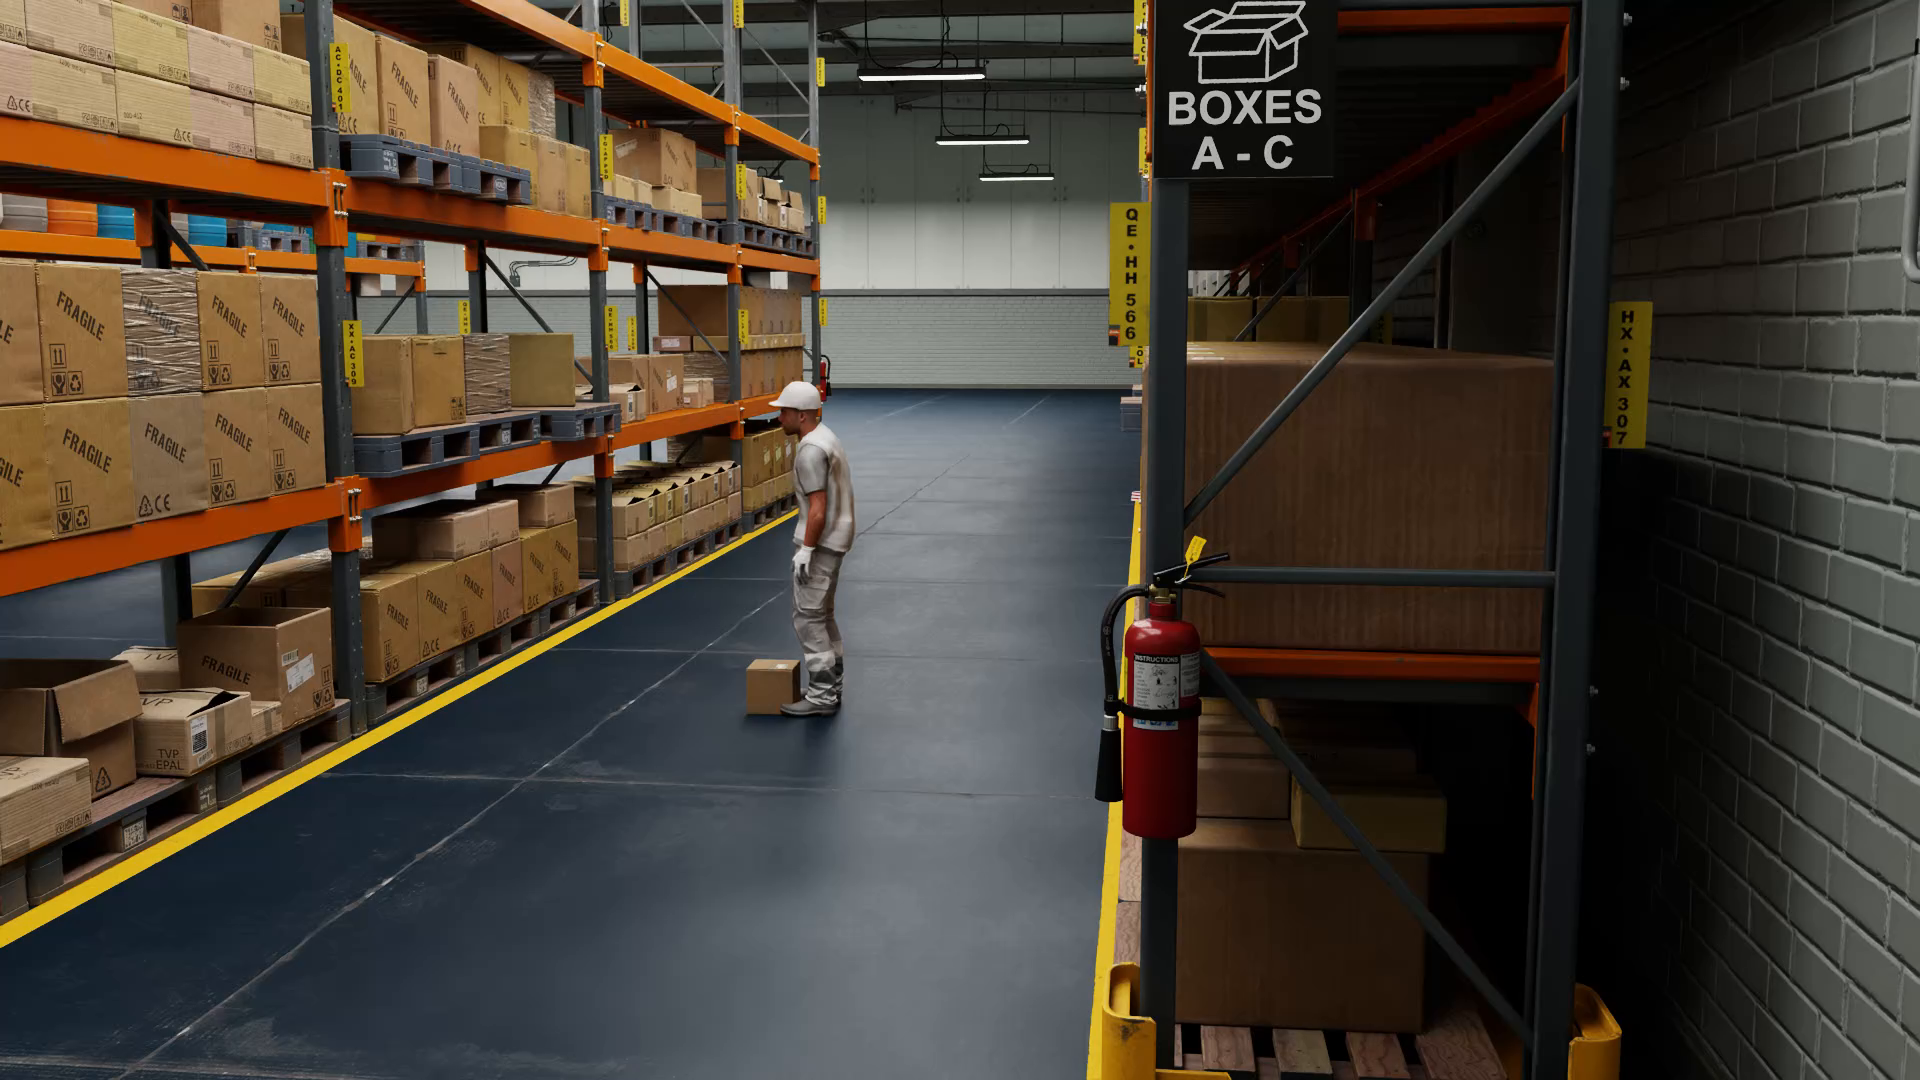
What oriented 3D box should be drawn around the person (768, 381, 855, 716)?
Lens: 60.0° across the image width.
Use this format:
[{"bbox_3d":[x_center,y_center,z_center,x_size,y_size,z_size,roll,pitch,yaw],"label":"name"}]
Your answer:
[{"bbox_3d":[-0.786,0.044,8.896,0.448,1.780,0.619,0,8,3],"label":"person"}]
